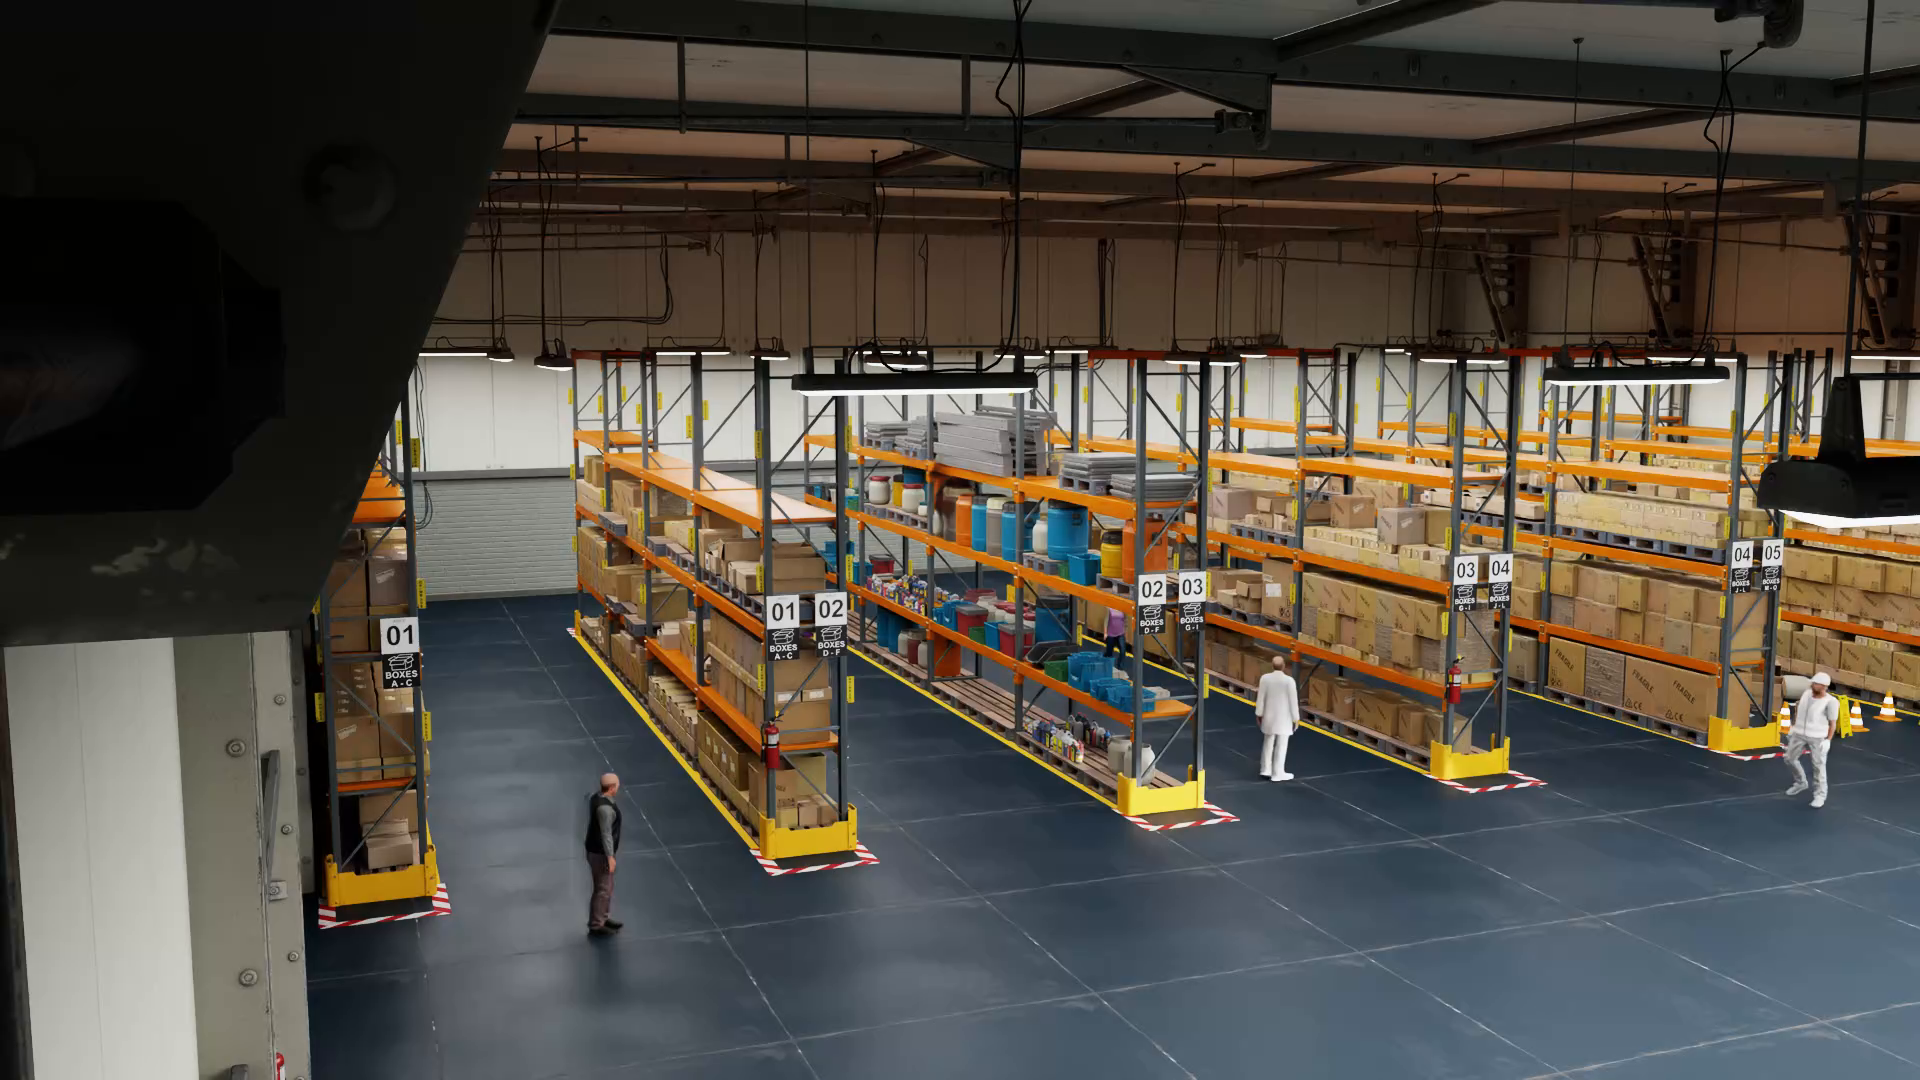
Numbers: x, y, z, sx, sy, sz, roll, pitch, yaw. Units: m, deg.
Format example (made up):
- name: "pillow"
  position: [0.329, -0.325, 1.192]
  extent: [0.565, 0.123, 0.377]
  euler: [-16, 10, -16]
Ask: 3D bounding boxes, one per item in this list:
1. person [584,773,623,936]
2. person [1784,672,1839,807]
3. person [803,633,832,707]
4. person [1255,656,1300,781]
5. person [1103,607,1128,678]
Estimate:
- name: "person"
  position: [-3.769, 3.308, 17.566]
  extent: [0.389, 1.732, 0.572]
  euler: [-2, 7, -13]
- name: "person"
  position: [11.462, 2.654, 22.418]
  extent: [0.469, 1.782, 0.648]
  euler: [-5, 9, -36]
- name: "person"
  position: [-2.424, 1.991, 28.110]
  extent: [0.494, 1.817, 0.641]
  euler: [6, 10, 42]
- name: "person"
  position: [4.555, 2.533, 23.654]
  extent: [0.666, 1.815, 0.499]
  euler: [5, 9, 36]
- name: "person"
  position: [2.840, 1.747, 30.699]
  extent: [0.506, 1.543, 0.823]
  euler: [-3, 8, -23]
